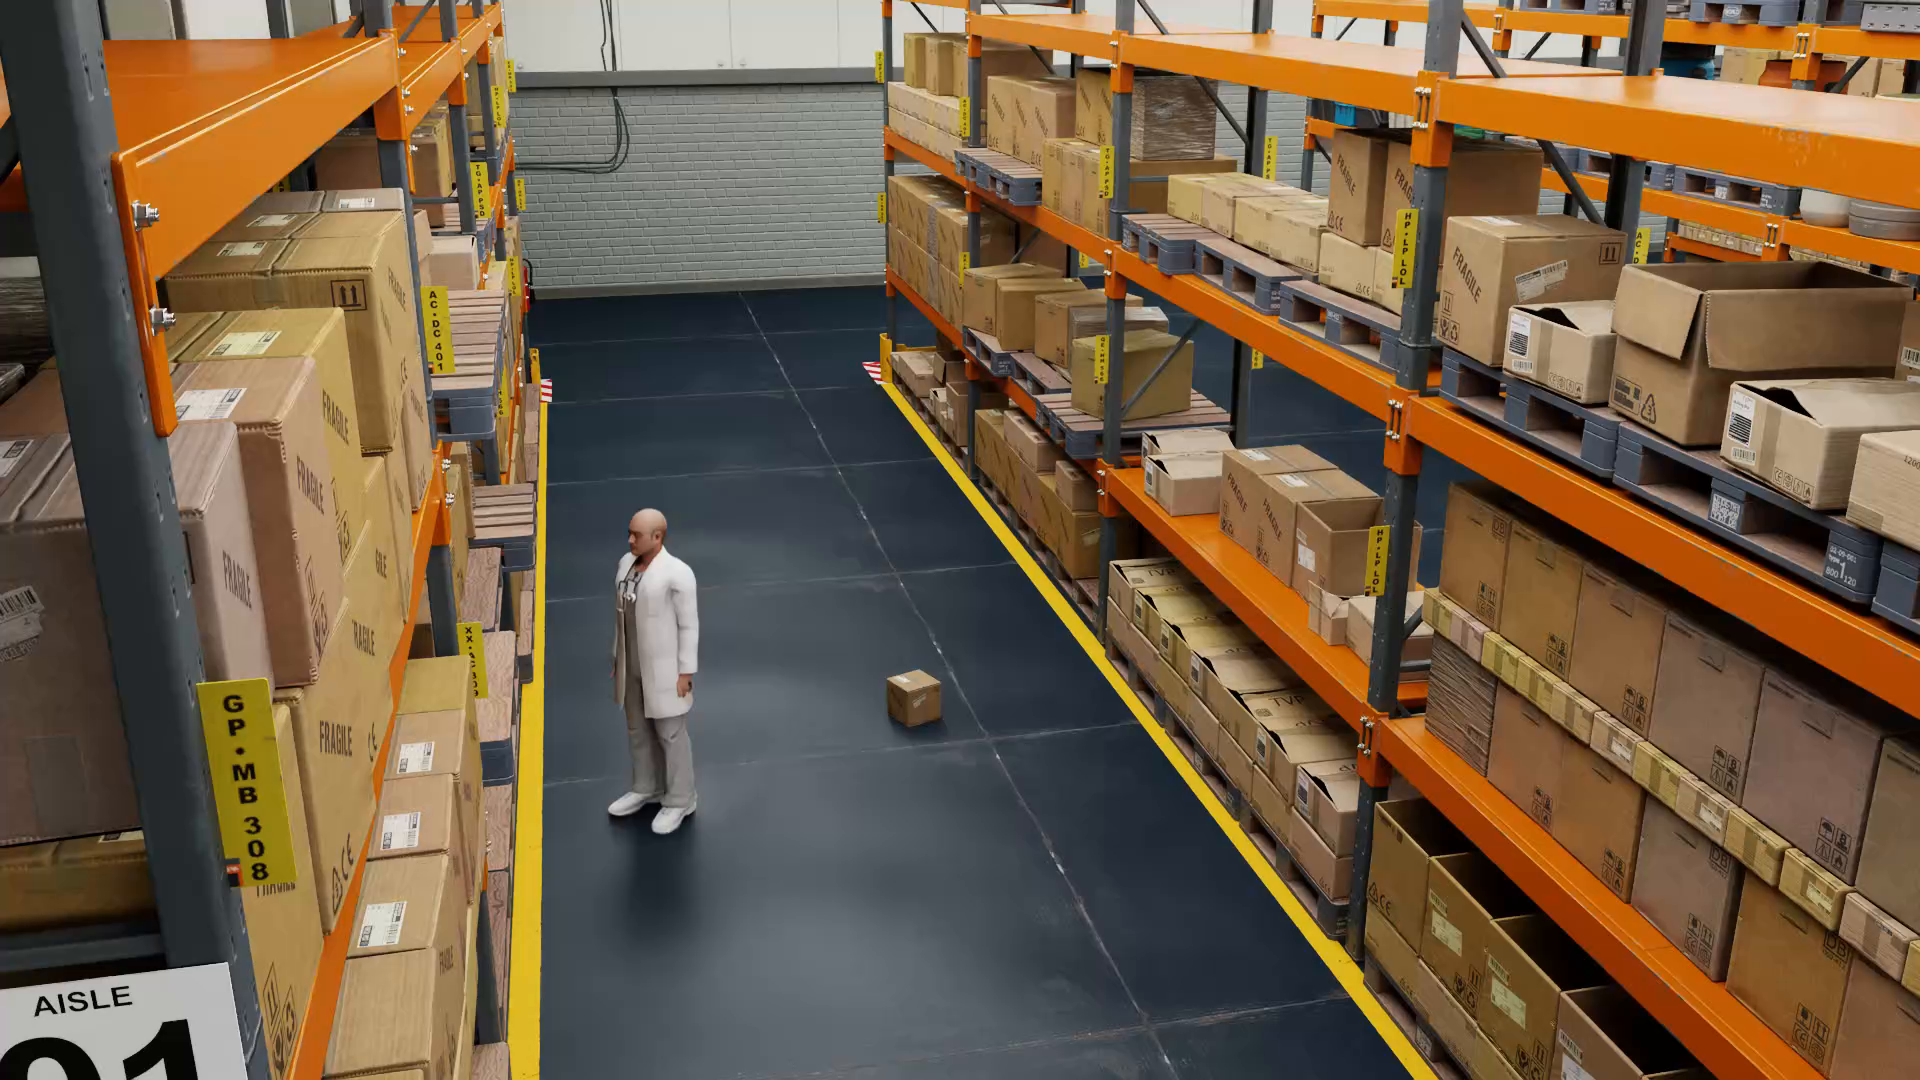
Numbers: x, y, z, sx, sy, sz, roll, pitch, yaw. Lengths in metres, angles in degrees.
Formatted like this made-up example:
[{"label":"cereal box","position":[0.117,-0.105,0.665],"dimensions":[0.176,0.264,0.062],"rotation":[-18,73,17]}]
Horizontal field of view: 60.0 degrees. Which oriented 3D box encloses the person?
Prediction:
[{"label":"person","position":[-1.704,0.704,9.074],"dimensions":[0.576,1.790,0.390],"rotation":[14,24,34]}]
